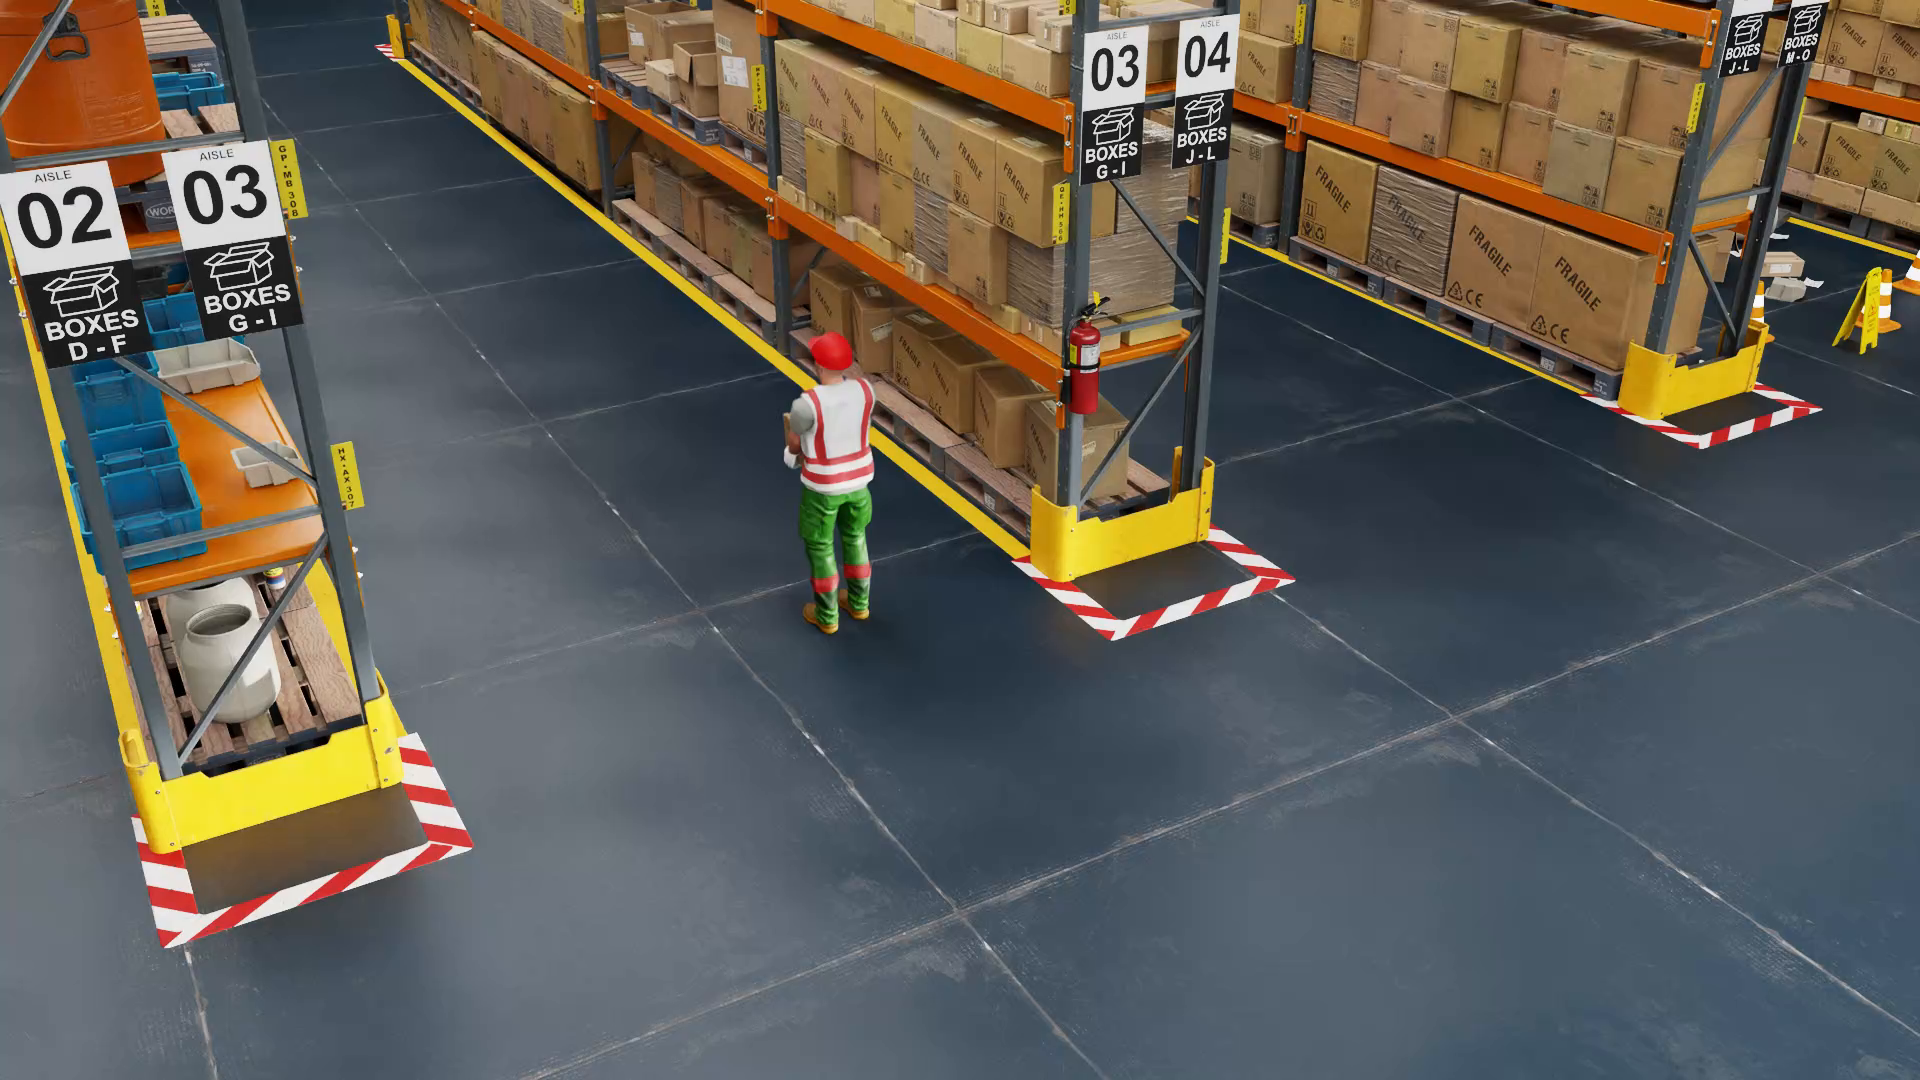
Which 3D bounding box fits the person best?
[{"bbox_3d":[-0.735,-0.360,9.200,0.494,1.784,0.554,-15,32,-26],"label":"person"}]
